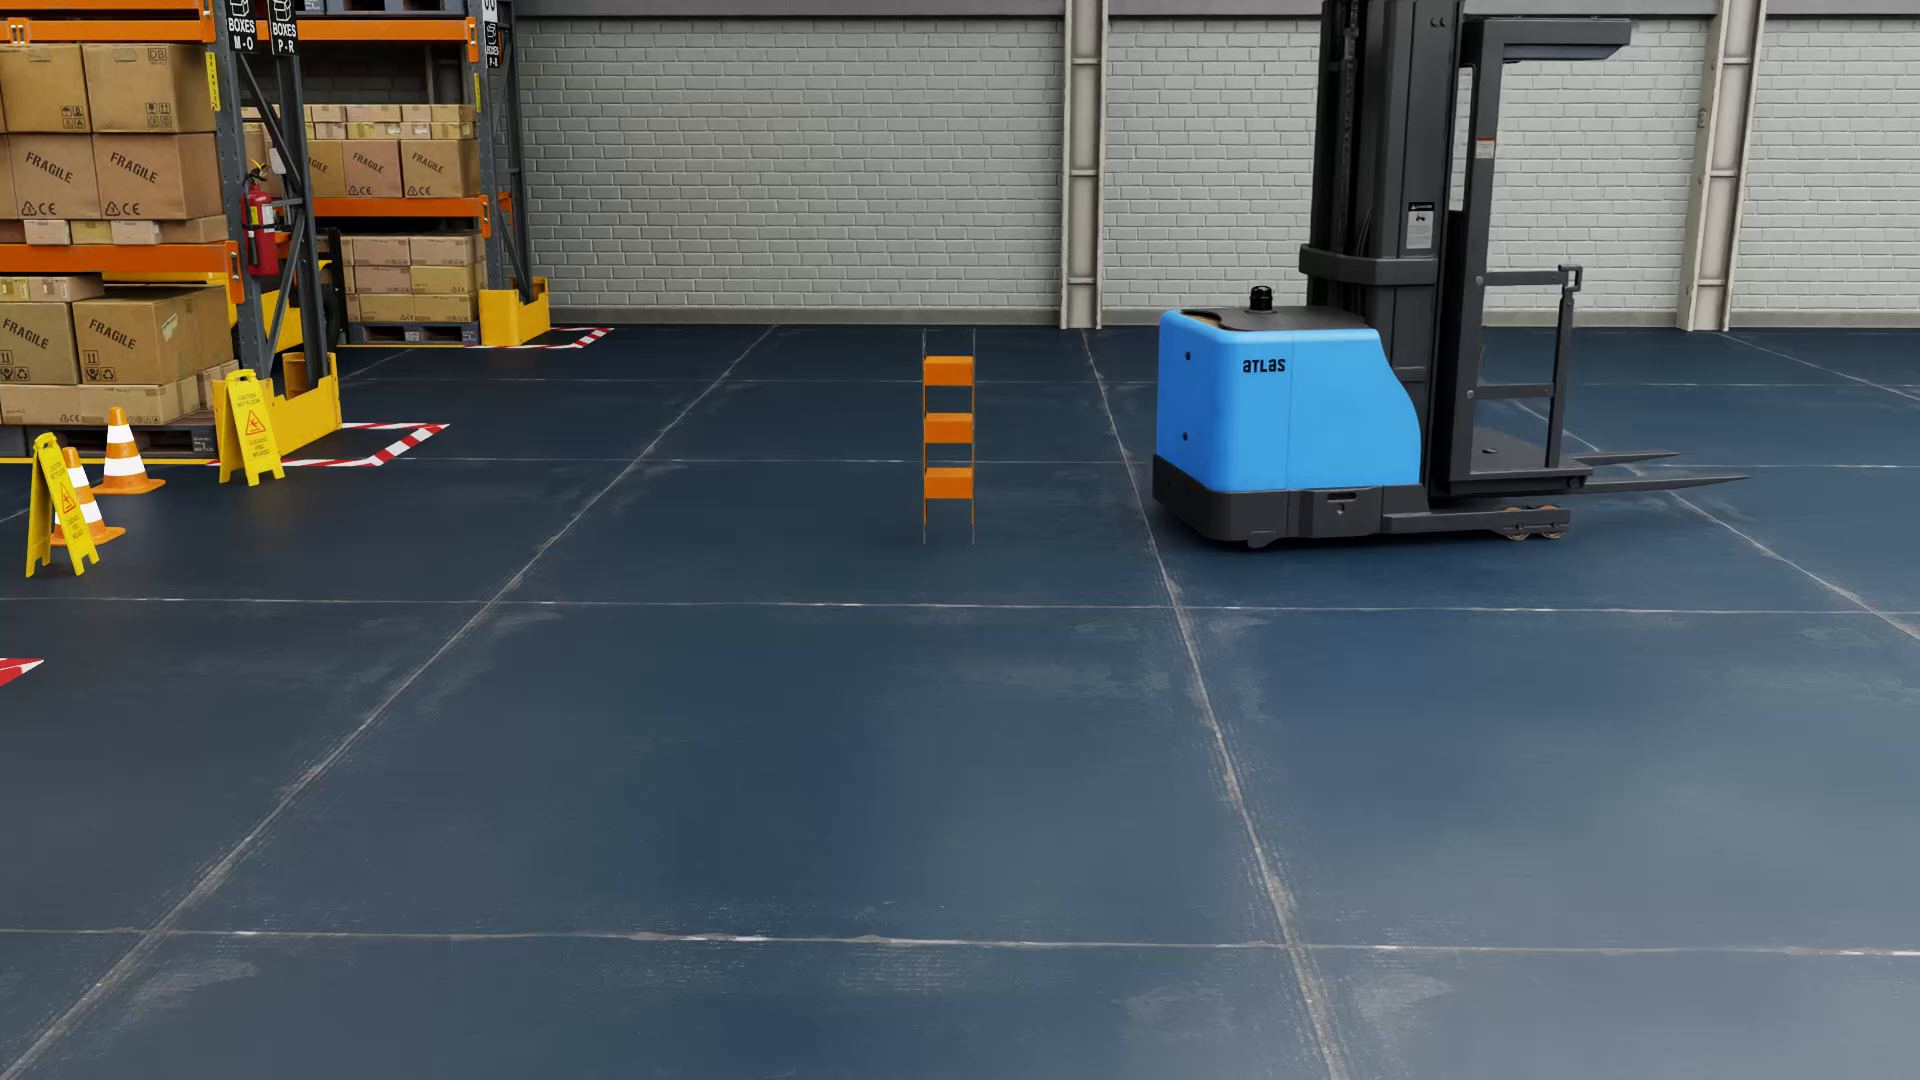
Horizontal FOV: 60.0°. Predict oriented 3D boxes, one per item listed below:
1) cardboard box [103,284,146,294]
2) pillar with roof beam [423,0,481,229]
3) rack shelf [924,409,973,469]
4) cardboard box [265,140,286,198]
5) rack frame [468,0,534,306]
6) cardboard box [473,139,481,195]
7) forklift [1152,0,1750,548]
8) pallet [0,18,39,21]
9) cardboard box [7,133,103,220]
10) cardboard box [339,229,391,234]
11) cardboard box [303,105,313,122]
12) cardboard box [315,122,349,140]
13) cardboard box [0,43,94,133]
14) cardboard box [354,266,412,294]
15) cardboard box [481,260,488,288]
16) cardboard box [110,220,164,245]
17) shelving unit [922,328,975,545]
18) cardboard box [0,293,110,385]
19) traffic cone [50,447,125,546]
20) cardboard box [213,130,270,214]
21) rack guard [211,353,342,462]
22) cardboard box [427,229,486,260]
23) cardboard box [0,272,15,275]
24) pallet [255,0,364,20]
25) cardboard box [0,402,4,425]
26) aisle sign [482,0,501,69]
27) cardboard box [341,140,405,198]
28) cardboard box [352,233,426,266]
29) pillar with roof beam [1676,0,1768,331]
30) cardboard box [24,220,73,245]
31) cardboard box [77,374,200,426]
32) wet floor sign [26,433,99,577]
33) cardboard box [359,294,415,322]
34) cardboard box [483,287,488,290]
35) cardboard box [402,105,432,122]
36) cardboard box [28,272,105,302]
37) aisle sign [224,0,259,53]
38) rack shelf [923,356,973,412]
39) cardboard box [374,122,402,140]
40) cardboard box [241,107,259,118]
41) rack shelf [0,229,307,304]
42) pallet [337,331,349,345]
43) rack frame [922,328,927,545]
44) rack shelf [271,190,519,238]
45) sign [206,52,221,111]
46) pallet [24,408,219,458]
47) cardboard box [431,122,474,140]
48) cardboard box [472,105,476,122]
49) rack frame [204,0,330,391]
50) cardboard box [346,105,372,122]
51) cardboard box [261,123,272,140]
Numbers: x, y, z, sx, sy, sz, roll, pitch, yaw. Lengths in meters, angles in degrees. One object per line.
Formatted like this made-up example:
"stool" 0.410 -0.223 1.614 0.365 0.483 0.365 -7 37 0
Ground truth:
"cardboard box" -5.619 -1.386 10.811 0.500 0.500 0.500 0 15 -1
"pillar with roof beam" -4.933 -5.375 11.074 0.400 9.000 9.100 0 15 1
"rack shelf" -0.053 -0.498 8.210 0.240 0.259 0.215 0 15 1
"cardboard box" -6.182 -3.332 14.893 0.500 0.500 0.500 0 15 2
"rack frame" -4.150 -3.338 15.112 0.127 3.000 1.000 0 15 1
"cardboard box" -4.638 -3.460 15.380 0.500 0.500 0.500 1 15 3
"forklift" 2.601 -1.543 8.443 3.031 2.935 1.130 -3 15 -11
"pallet" -9.031 -4.724 14.862 1.217 0.209 0.805 0 15 -1
"cardboard box" -5.323 -2.202 10.027 0.500 0.500 0.500 0 15 2
"cardboard box" -5.625 -2.755 15.508 0.500 0.250 0.500 0 15 1
"cardboard box" -5.792 -3.775 14.718 0.250 0.149 0.380 1 15 3
"cardboard box" -5.534 -3.636 14.775 0.250 0.149 0.380 0 15 0
"cardboard box" -5.295 -2.701 9.957 0.500 0.500 0.700 1 15 2
"cardboard box" -5.146 -2.383 15.078 0.500 0.250 0.500 0 15 1
"cardboard box" -4.615 -2.509 15.558 0.500 0.250 0.500 1 15 2
"cardboard box" -4.909 -1.872 10.047 0.250 0.149 0.380 0 15 1
"shelving unit" -0.053 -0.508 8.207 0.252 1.050 0.215 0 15 1
"cardboard box" -5.603 -1.250 10.293 0.500 0.500 0.500 1 15 4
"traffic cone" -4.424 -0.234 8.320 0.334 0.463 0.336 0 15 1
"cardboard box" -4.740 -2.338 10.543 0.500 0.500 0.500 0 15 1
"rack guard" -4.349 -0.864 10.635 0.348 0.500 1.175 0 15 1
"cardboard box" -4.626 -2.746 15.476 0.500 0.250 0.500 0 15 1
"cardboard box" -5.964 -1.550 10.162 0.250 0.149 0.380 1 15 4
"pallet" -6.079 -4.764 14.810 1.213 0.211 1.003 0 15 1
"cardboard box" -6.129 -0.890 10.399 0.500 0.250 0.500 0 15 -1
"aisle sign" -4.092 -4.520 14.495 0.004 0.787 0.394 0 15 1
"cardboard box" -5.167 -3.328 14.879 0.500 0.500 0.500 1 15 3
"cardboard box" -5.129 -2.620 14.998 0.500 0.250 0.500 1 15 2
"pillar with roof beam" 7.063 -5.297 10.777 0.400 9.000 9.100 0 15 1
"cardboard box" -5.422 -1.873 10.052 0.250 0.149 0.380 1 15 2
"cardboard box" -5.112 -0.882 10.372 0.500 0.250 0.500 0 15 1
"wet floor sign" -4.219 -0.175 7.740 0.232 0.644 0.267 -2 15 -8
"cardboard box" -5.125 -2.140 15.137 0.500 0.250 0.500 0 15 1
"cardboard box" -4.636 -2.265 15.610 0.500 0.250 0.500 0 15 2
"cardboard box" -4.761 -3.786 14.760 0.250 0.149 0.380 0 15 2
"cardboard box" -5.449 -1.546 10.145 0.250 0.149 0.380 1 15 3
"aisle sign" -4.219 -3.255 9.700 0.004 0.787 0.394 0 15 1
"rack shelf" -0.053 -0.772 8.138 0.240 0.259 0.215 0 15 1
"cardboard box" -5.018 -3.642 14.797 0.250 0.149 0.380 1 15 2
"cardboard box" -6.298 -3.807 14.838 0.250 0.149 0.380 0 15 2
"rack shelf" -6.273 -1.737 10.455 4.000 0.370 1.077 0 15 1
"pallet" -6.132 -1.993 15.479 1.213 0.211 1.003 0 15 1
"rack frame" -0.175 -0.509 8.210 0.008 1.050 0.200 0 15 1
"rack shelf" -6.149 -3.003 15.253 4.000 0.370 1.077 0 15 1
"sign" -4.307 -2.643 9.590 0.005 0.325 0.100 0 15 1
"pallet" -5.160 -0.739 10.726 1.213 0.211 1.003 0 15 1
"cardboard box" -4.504 -3.631 14.754 0.250 0.149 0.380 1 15 2
"cardboard box" -4.480 -3.900 15.193 0.250 0.149 0.380 0 15 0
"rack frame" -4.273 -2.072 10.314 0.127 3.000 1.000 0 15 1
"cardboard box" -5.270 -3.801 14.818 0.250 0.149 0.380 0 15 2
"cardboard box" -6.034 -3.658 14.855 0.250 0.149 0.380 0 15 1
